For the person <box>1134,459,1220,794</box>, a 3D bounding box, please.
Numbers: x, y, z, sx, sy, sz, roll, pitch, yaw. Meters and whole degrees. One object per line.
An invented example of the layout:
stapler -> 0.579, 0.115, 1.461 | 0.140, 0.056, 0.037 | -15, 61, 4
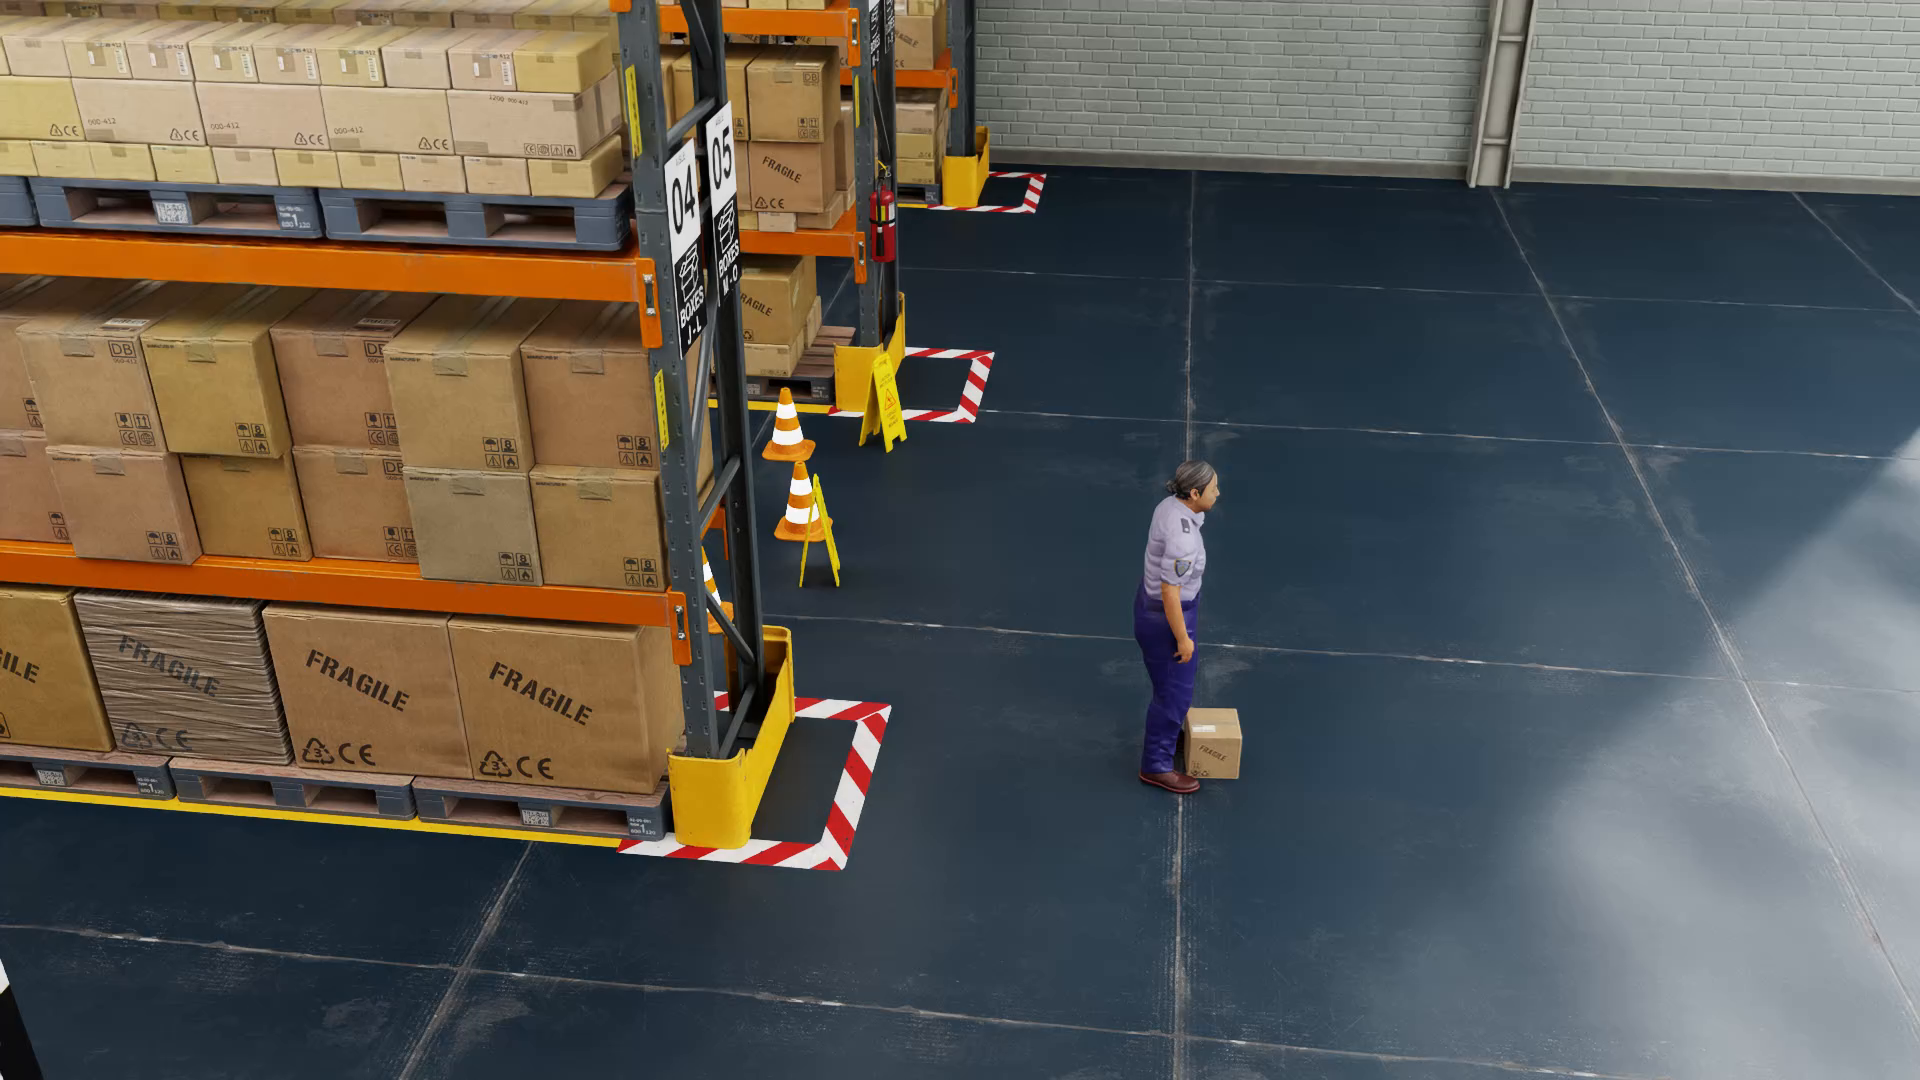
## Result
person -> 1.040, 0.378, 7.937 | 0.418, 1.653, 0.562 | 2, 29, 4
